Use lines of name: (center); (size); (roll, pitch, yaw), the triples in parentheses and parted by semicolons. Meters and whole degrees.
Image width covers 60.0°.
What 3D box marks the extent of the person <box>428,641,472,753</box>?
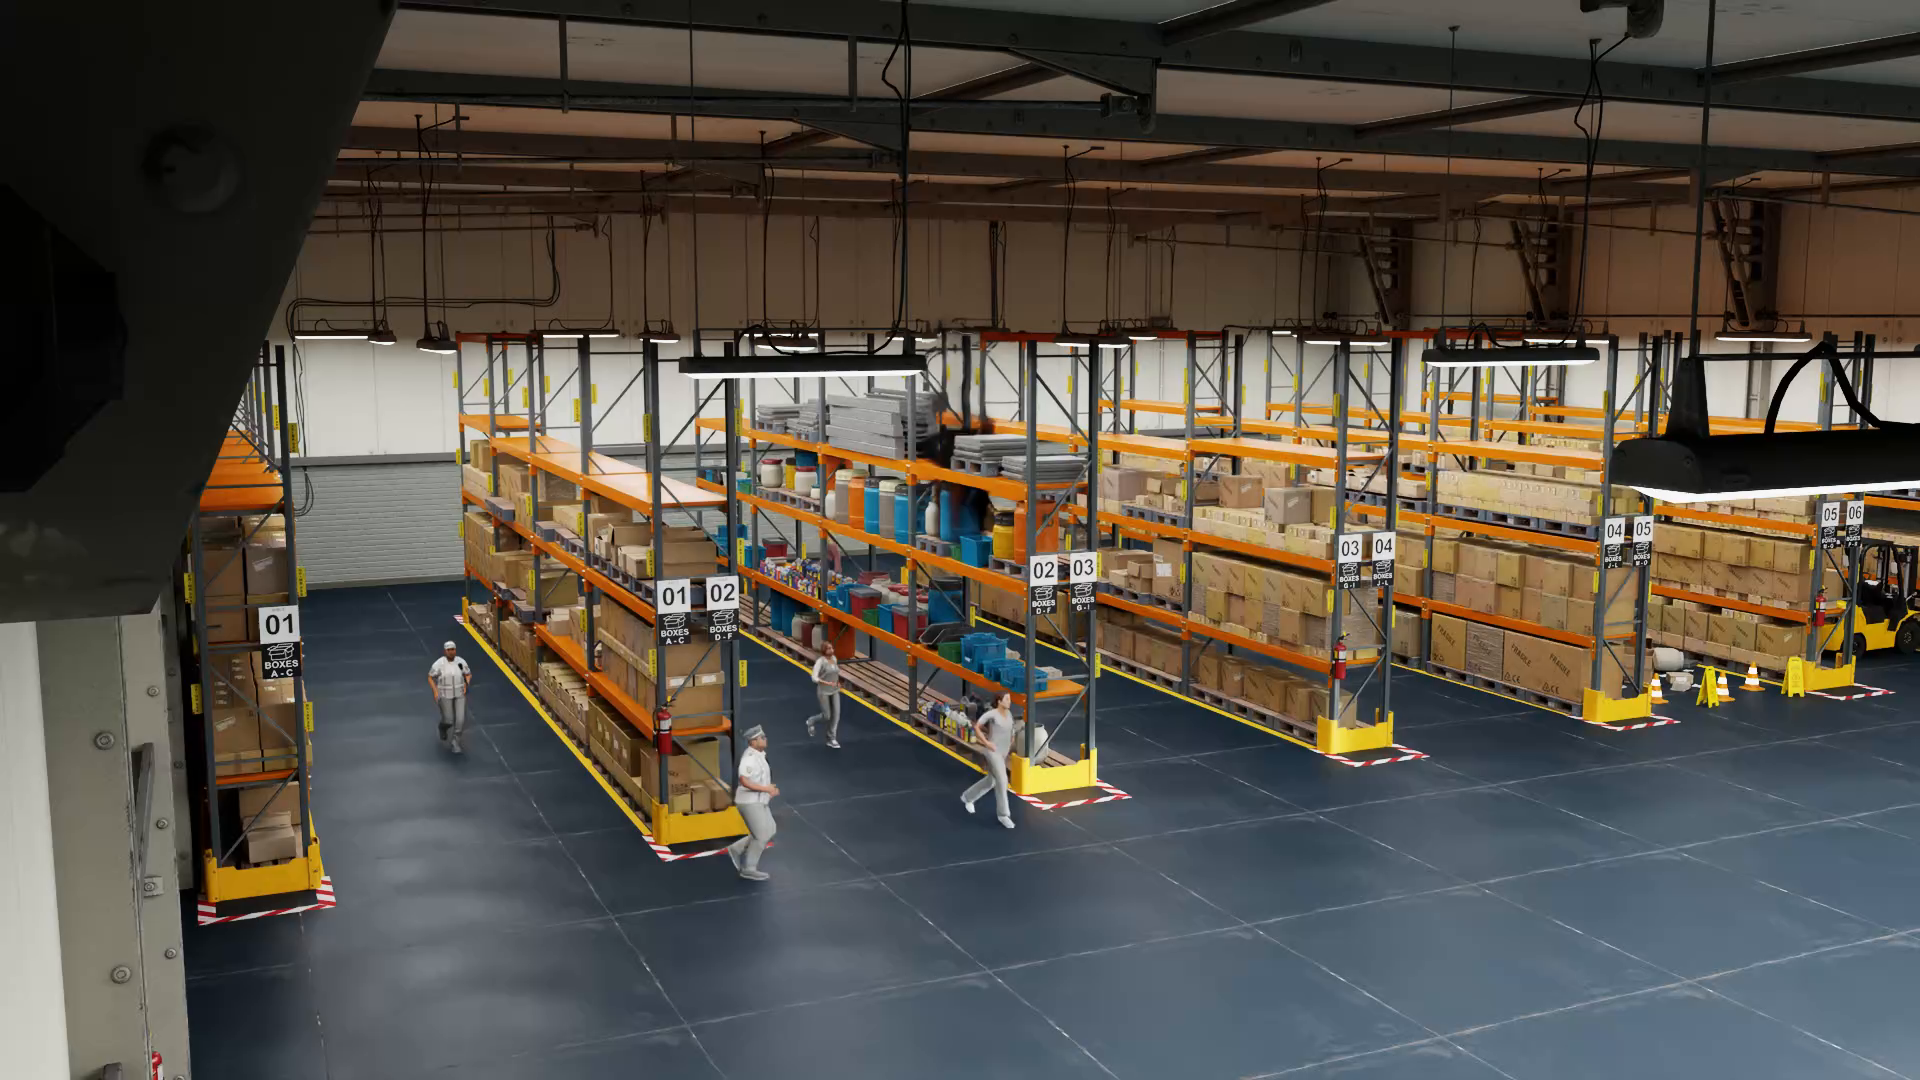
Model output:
person: (-7.426, 2.278, 24.291); (0.616, 1.627, 0.550); (-4, 9, -29)

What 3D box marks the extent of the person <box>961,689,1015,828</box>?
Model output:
person: (0.463, 2.719, 21.023); (0.909, 1.627, 0.587); (6, 10, 37)

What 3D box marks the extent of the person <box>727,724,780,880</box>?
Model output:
person: (-2.322, 2.950, 18.876); (0.623, 1.728, 0.698); (1, 8, 4)

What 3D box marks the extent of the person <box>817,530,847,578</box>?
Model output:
person: (-3.143, 0.103, 40.197); (0.805, 1.653, 0.582); (0, 8, -1)

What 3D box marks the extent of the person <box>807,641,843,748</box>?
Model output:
person: (-1.984, 2.257, 24.541); (0.682, 1.566, 0.546); (7, 11, 43)
